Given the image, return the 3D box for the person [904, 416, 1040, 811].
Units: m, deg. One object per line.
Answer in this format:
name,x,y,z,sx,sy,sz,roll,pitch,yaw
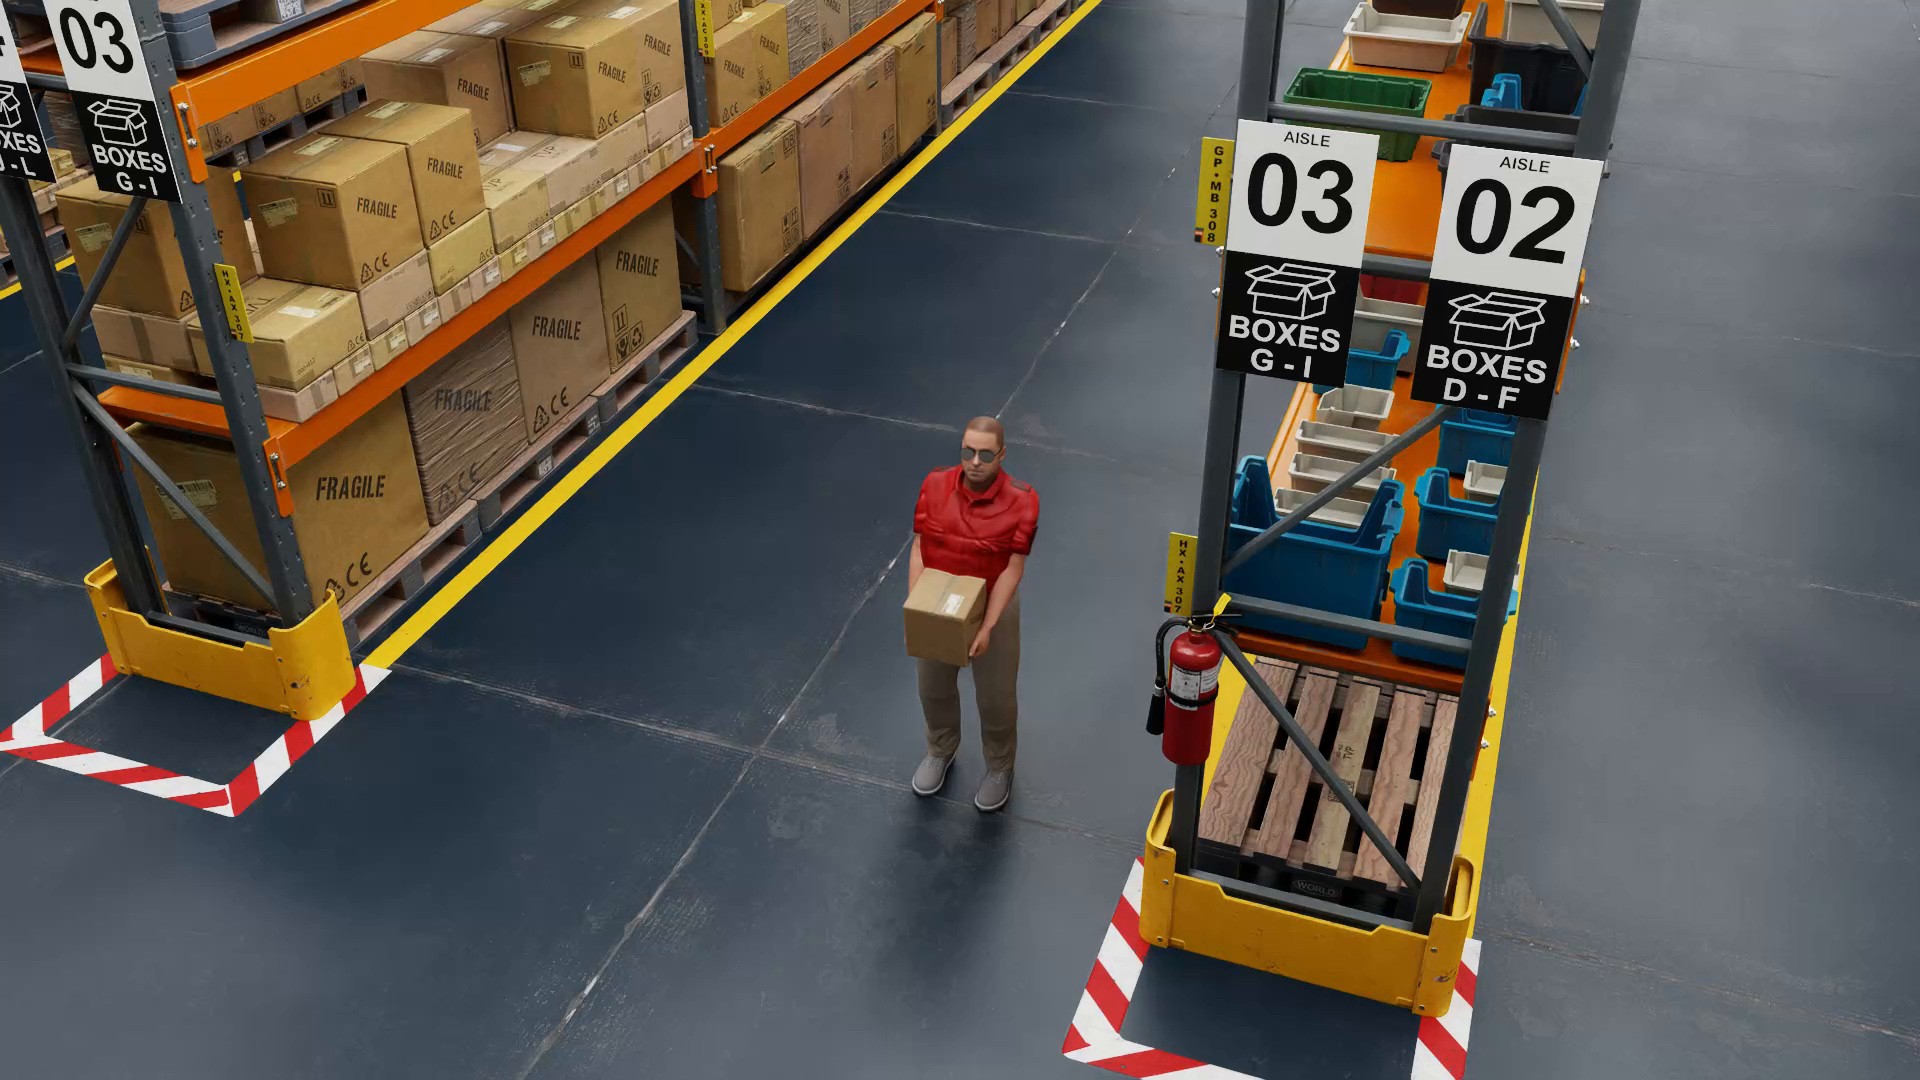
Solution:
person,0.022,0.346,6.633,0.494,1.712,0.537,11,35,17
